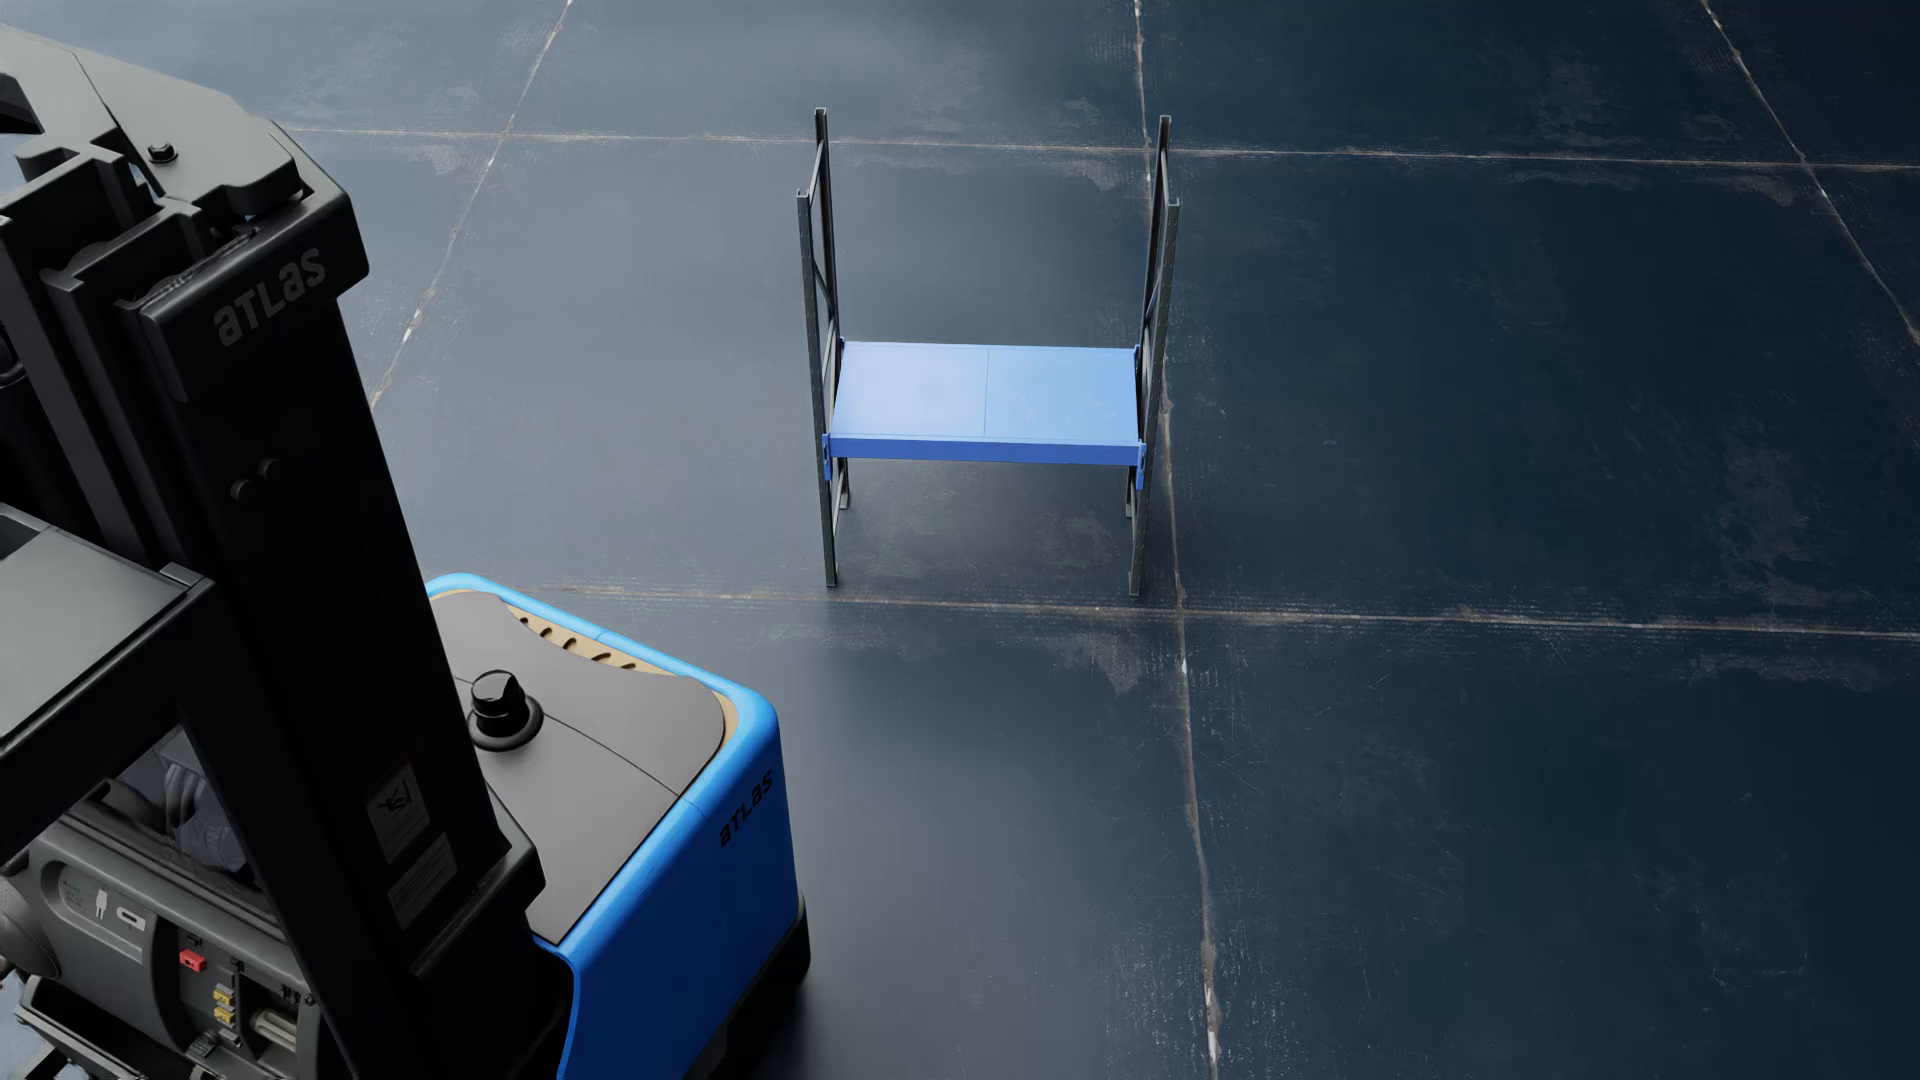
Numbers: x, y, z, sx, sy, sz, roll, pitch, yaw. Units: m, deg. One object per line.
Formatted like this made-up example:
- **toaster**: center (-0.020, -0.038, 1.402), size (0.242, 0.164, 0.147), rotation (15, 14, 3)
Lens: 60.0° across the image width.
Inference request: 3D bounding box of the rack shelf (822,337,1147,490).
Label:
- **rack shelf**: center (0.085, -0.415, 5.359), size (1.000, 0.185, 0.538), rotation (2, 43, 2)

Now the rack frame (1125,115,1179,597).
- **rack frame**: center (0.593, -0.531, 5.219), size (0.032, 1.500, 0.500), rotation (2, 43, 2)

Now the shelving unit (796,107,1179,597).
- **shelving unit**: center (0.085, -0.546, 5.236), size (1.048, 1.500, 0.538), rotation (2, 43, 2)

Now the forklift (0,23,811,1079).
- **forklift**: center (-1.536, 0.813, 2.727), size (1.130, 2.935, 3.031), rotation (20, 47, 20)

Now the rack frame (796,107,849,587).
- **rack frame**: center (-0.423, -0.562, 5.253), size (0.032, 1.500, 0.500), rotation (2, 43, 2)
